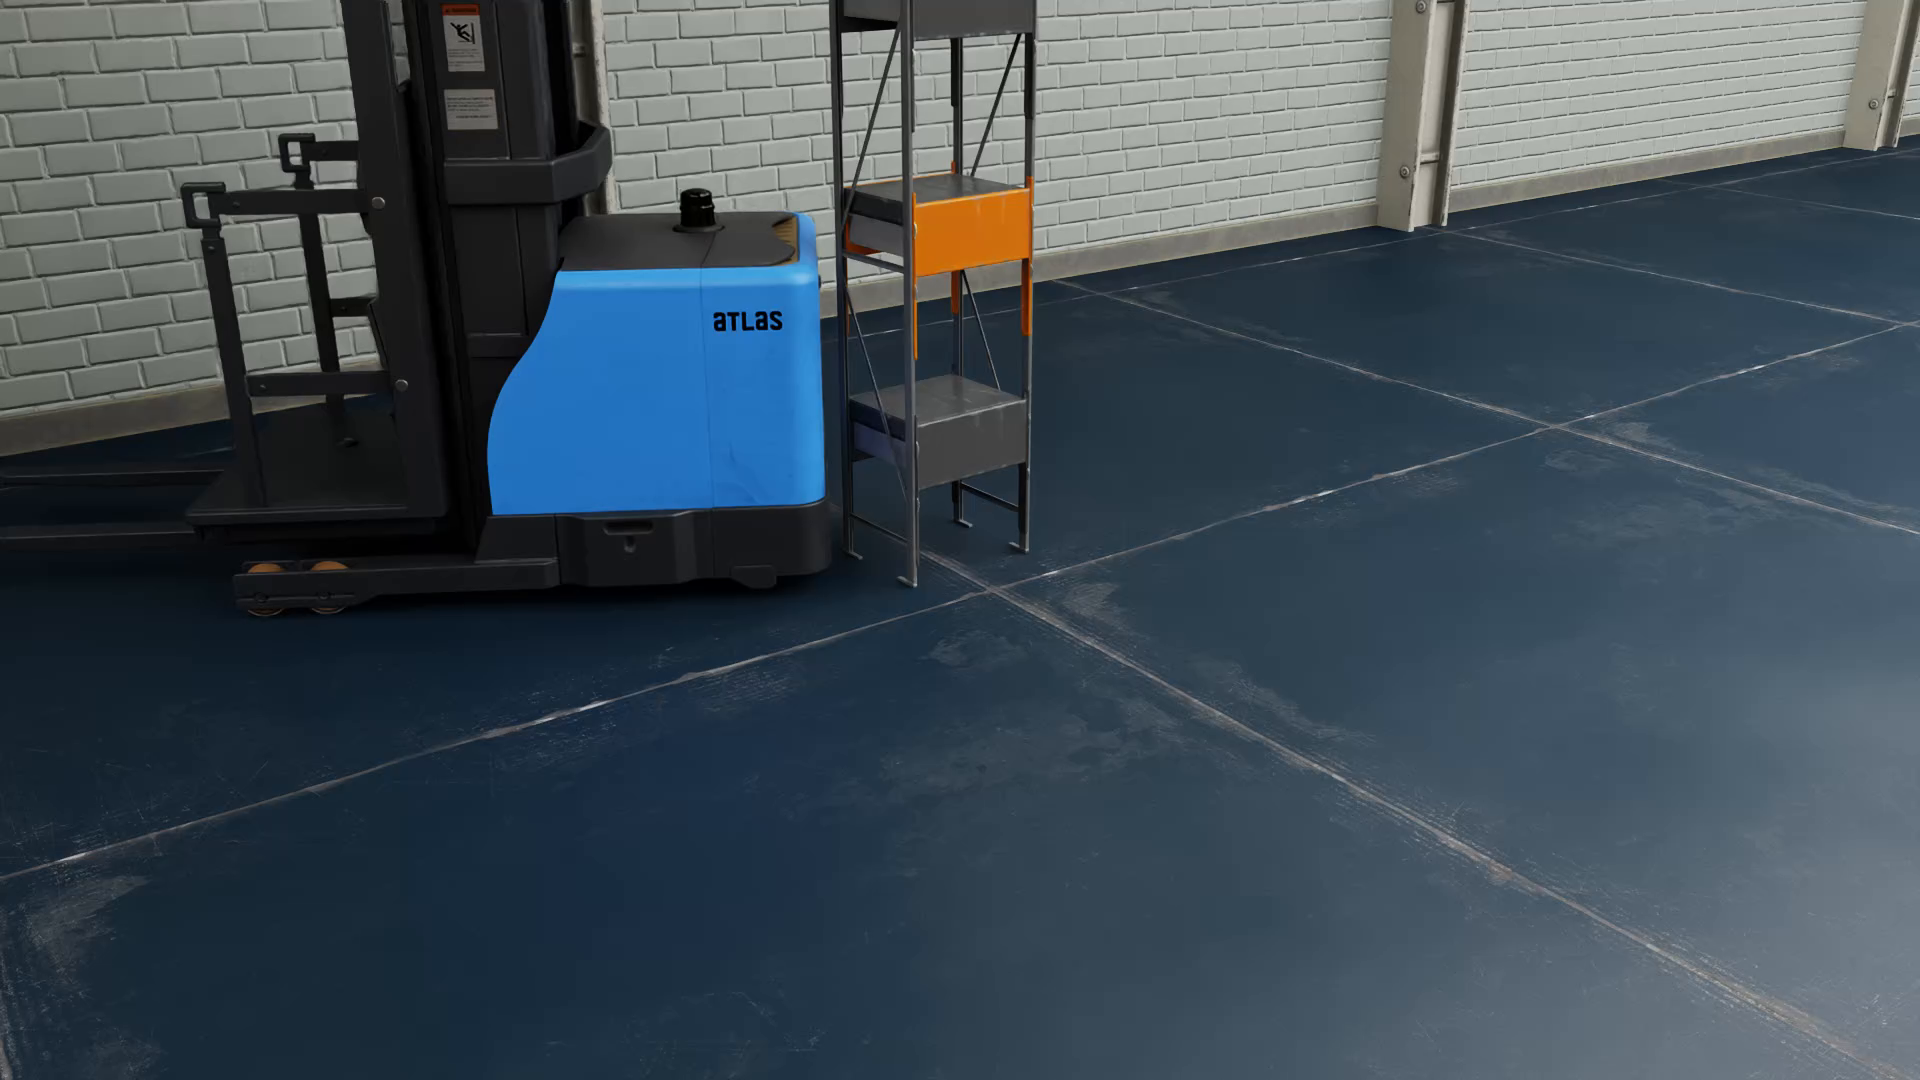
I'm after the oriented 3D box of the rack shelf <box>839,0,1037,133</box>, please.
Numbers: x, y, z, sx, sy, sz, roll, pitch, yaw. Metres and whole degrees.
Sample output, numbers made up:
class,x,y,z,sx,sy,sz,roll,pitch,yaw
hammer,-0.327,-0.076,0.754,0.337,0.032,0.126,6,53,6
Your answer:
class,x,y,z,sx,sy,sz,roll,pitch,yaw
rack shelf,-0.082,-1.569,5.142,0.480,0.518,0.431,-17,27,-36

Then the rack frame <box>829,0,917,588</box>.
class,x,y,z,sx,sy,sz,roll,pitch,yaw
rack frame,-0.273,-0.874,5.255,0.015,2.100,0.400,-17,27,-36

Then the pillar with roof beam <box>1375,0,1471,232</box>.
class,x,y,z,sx,sy,sz,roll,pitch,yaw
pillar with roof beam,5.554,-5.014,6.320,0.400,9.000,9.100,-15,26,-33

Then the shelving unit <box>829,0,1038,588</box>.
class,x,y,z,sx,sy,sz,roll,pitch,yaw
shelving unit,-0.082,-0.931,5.396,0.503,2.100,0.431,-17,27,-36

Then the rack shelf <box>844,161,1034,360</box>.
class,x,y,z,sx,sy,sz,roll,pitch,yaw
rack shelf,-0.082,-0.918,5.401,0.480,0.518,0.431,-17,27,-36

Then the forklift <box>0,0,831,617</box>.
class,x,y,z,sx,sy,sz,roll,pitch,yaw
forklift,-1.975,-1.323,5.256,3.031,2.935,1.130,-2,22,-5

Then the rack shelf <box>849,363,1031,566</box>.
class,x,y,z,sx,sy,sz,roll,pitch,yaw
rack shelf,-0.082,-0.268,5.661,0.480,0.518,0.431,-17,27,-36

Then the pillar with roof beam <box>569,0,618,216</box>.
class,x,y,z,sx,sy,sz,roll,pitch,yaw
pillar with roof beam,0.683,-3.716,3.066,0.400,9.000,9.100,-15,26,-33

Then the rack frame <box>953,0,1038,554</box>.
class,x,y,z,sx,sy,sz,roll,pitch,yaw
rack frame,0.108,-0.988,5.538,0.015,2.100,0.400,-17,27,-36

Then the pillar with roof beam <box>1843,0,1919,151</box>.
class,x,y,z,sx,sy,sz,roll,pitch,yaw
pillar with roof beam,10.424,-6.313,9.575,0.400,9.000,9.100,-15,26,-33
